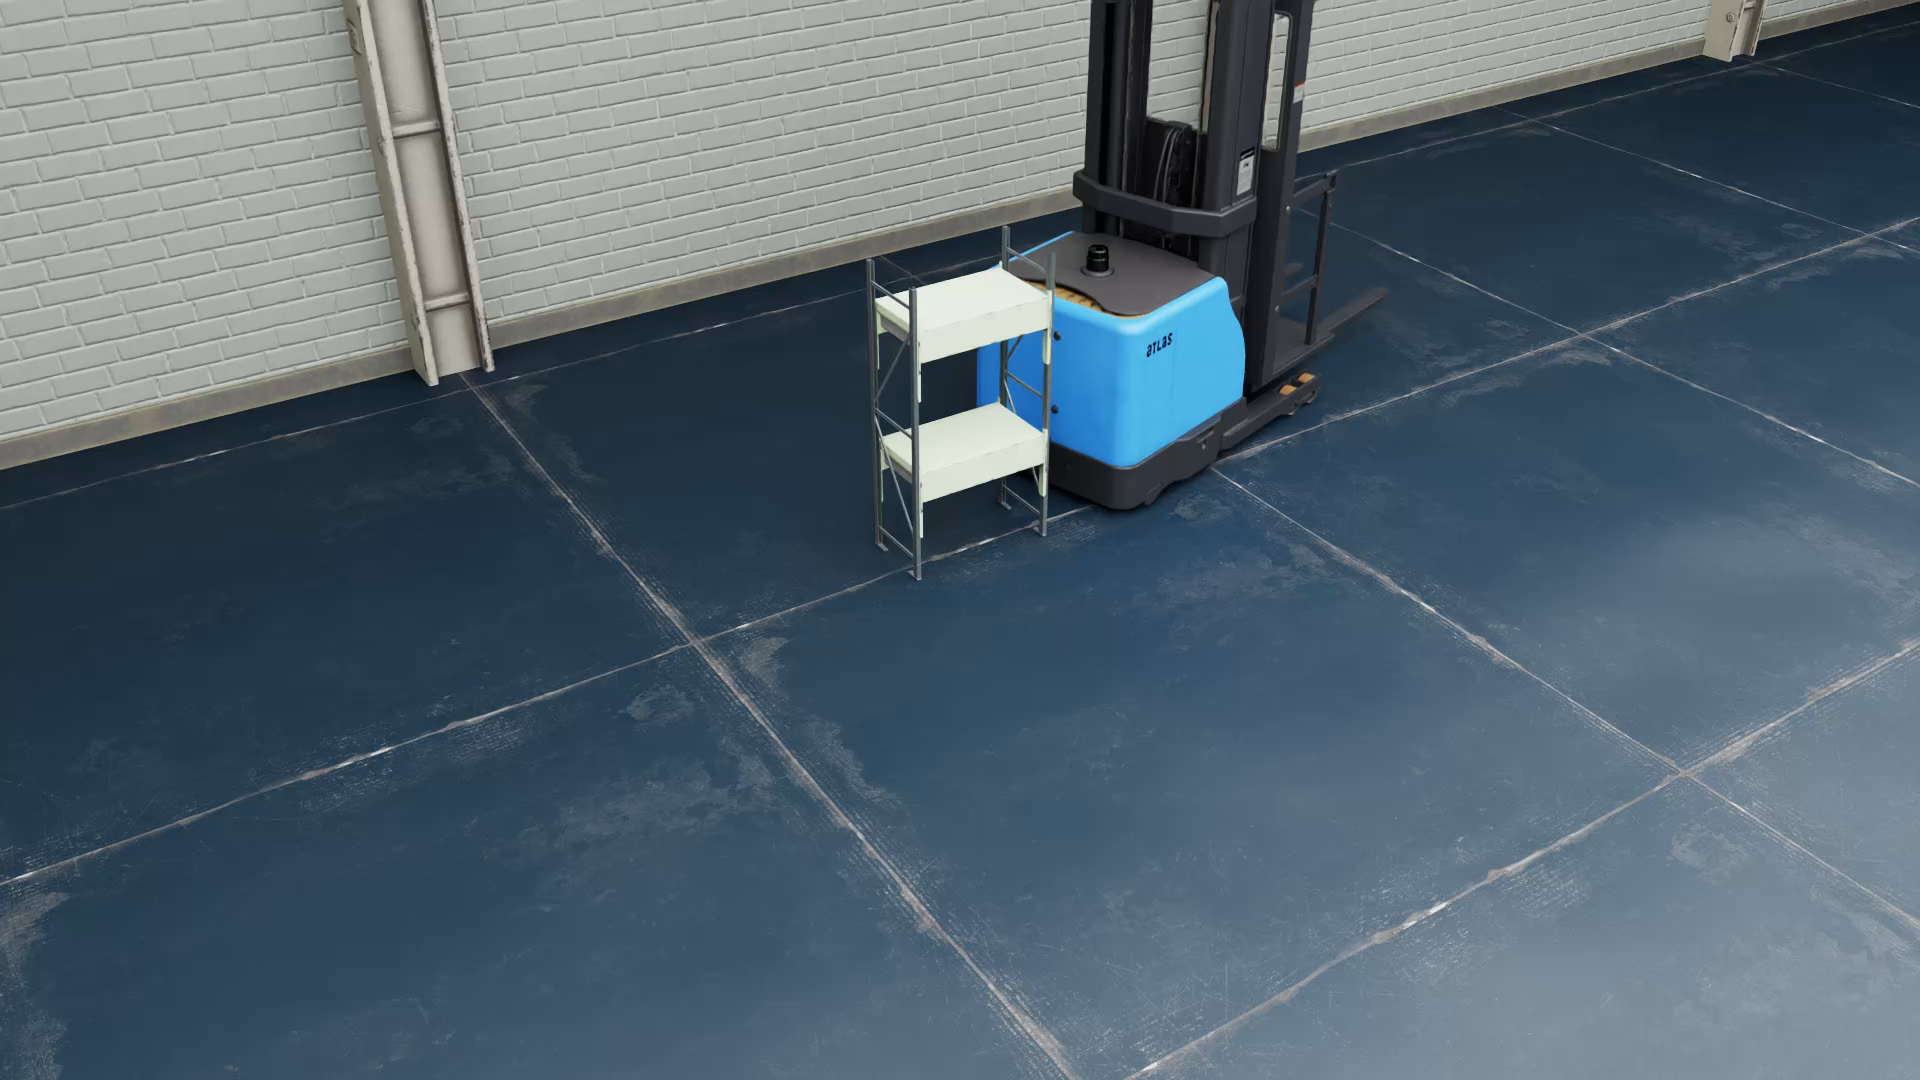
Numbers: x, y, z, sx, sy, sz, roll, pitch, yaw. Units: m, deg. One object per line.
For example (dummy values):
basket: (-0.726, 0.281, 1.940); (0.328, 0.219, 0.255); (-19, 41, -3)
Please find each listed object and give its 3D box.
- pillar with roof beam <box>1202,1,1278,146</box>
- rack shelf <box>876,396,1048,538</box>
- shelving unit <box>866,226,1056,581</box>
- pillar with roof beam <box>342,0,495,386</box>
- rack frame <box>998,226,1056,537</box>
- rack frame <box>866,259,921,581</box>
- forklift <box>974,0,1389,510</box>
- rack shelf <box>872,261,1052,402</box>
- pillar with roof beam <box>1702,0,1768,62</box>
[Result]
pillar with roof beam: (4.375, -4.629, 7.154); (0.400, 9.000, 9.100); (-19, 37, -27)
rack shelf: (0.006, -0.361, 8.027); (0.720, 0.370, 0.431); (-19, 37, -27)
shelving unit: (0.006, -0.636, 7.853); (0.755, 1.500, 0.431); (-19, 37, -27)
pillar with roof beam: (-0.669, -2.895, 4.405); (0.400, 9.000, 9.100); (-19, 37, -27)
rack frame: (0.313, -0.742, 8.021); (0.023, 1.500, 0.400); (-19, 37, -27)
rack frame: (-0.302, -0.530, 7.685); (0.023, 1.500, 0.400); (-19, 37, -27)
forklift: (1.415, -2.101, 8.834); (1.130, 2.935, 3.031); (25, 40, 34)
rack shelf: (0.006, -0.966, 7.645); (0.720, 0.370, 0.431); (-19, 37, -27)
pillar with roof beam: (9.418, -6.364, 9.904); (0.400, 9.000, 9.100); (-19, 37, -27)
